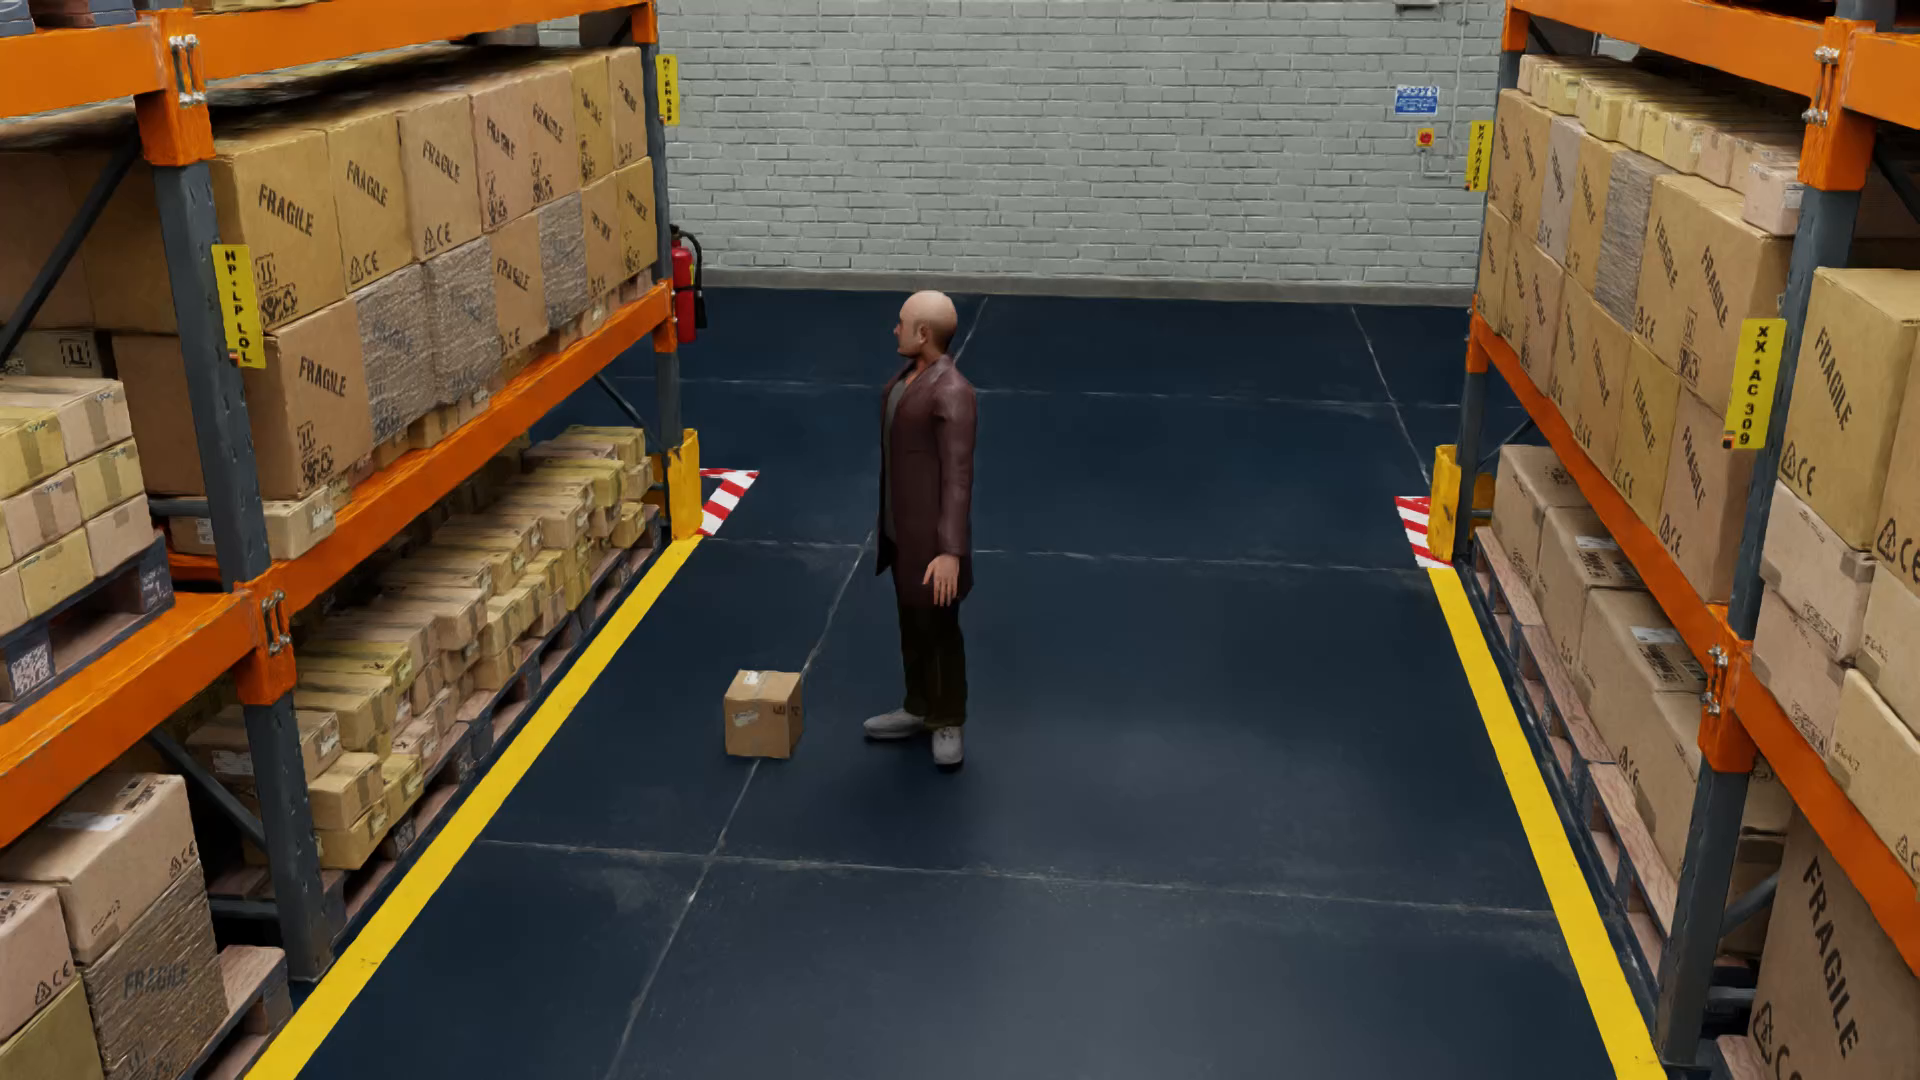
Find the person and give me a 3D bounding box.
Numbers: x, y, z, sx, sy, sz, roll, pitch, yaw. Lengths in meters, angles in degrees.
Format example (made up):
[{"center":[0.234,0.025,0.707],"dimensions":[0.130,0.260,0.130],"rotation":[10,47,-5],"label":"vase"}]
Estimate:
[{"center":[-0.127,-0.025,6.116],"dimensions":[0.379,1.785,0.735],"rotation":[-8,22,-21],"label":"person"}]
